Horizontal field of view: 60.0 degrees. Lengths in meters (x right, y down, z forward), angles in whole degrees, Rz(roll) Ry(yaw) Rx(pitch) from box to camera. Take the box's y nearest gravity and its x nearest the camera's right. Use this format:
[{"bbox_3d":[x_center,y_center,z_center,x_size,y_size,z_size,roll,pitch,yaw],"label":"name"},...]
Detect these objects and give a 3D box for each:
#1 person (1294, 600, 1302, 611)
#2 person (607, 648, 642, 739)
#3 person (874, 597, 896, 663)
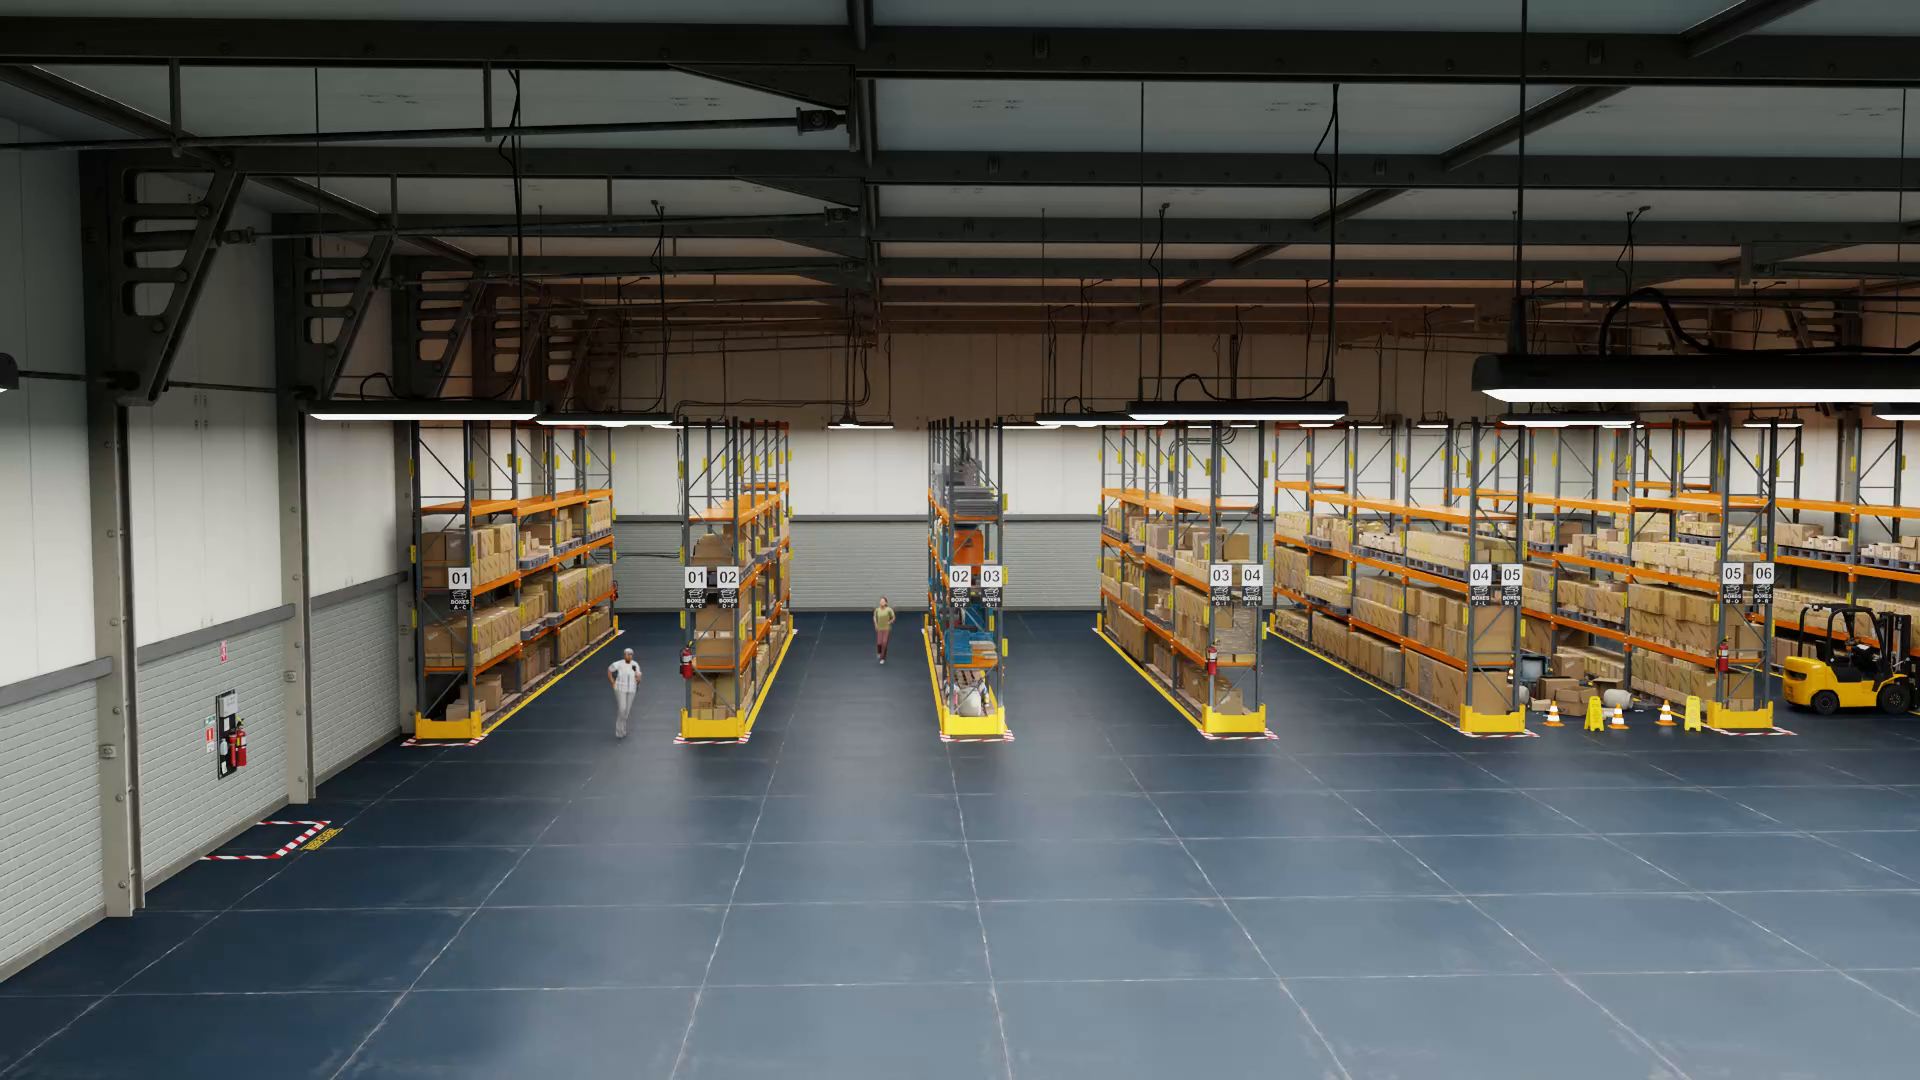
[{"bbox_3d":[10.030,1.718,49.237,0.620,1.599,0.516,-2,4,-24],"label":"person"},{"bbox_3d":[-6.292,2.878,31.312,0.607,1.694,0.737,-2,4,-30],"label":"person"},{"bbox_3d":[-1.880,2.237,41.116,0.570,1.624,0.564,1,4,8],"label":"person"}]
